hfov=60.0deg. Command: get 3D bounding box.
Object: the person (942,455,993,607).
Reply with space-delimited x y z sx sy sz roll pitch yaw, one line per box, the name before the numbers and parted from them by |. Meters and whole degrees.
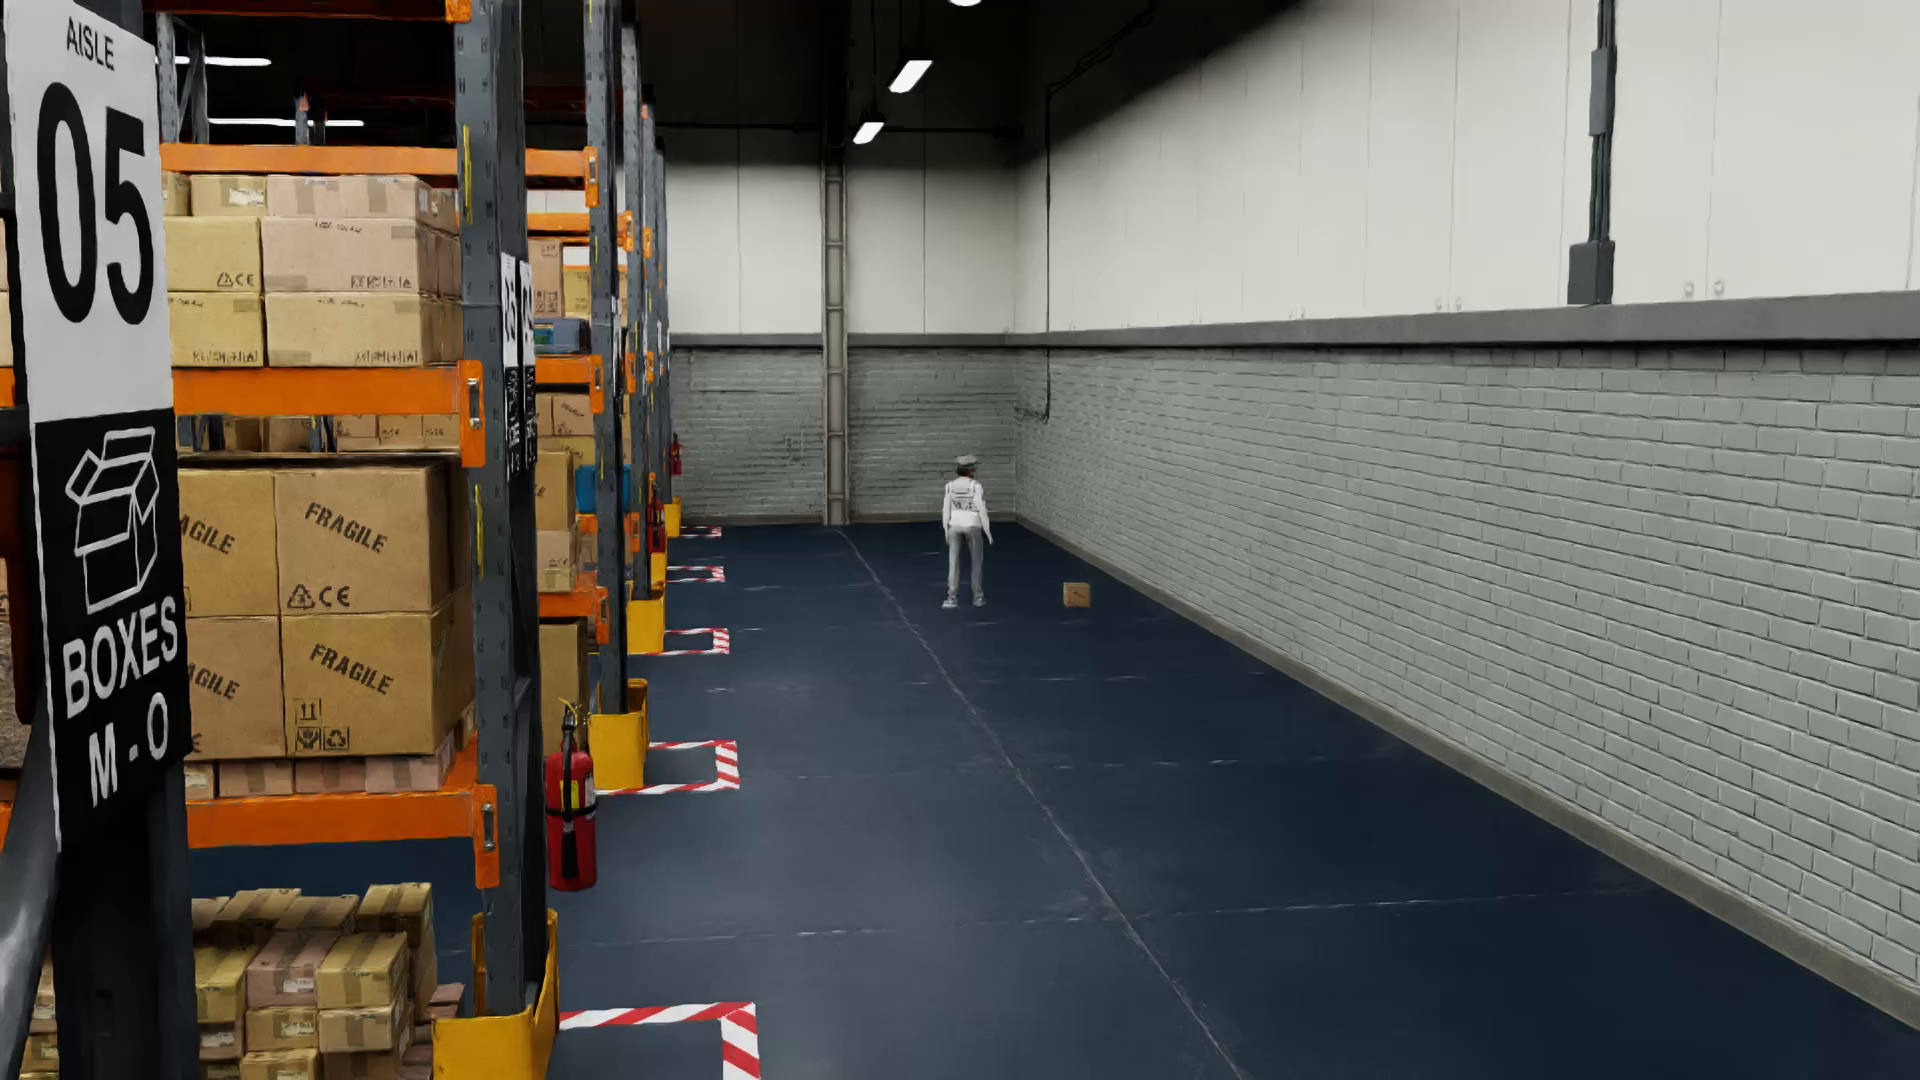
person | 0.096 -0.098 18.318 0.557 1.673 0.532 2 7 18
